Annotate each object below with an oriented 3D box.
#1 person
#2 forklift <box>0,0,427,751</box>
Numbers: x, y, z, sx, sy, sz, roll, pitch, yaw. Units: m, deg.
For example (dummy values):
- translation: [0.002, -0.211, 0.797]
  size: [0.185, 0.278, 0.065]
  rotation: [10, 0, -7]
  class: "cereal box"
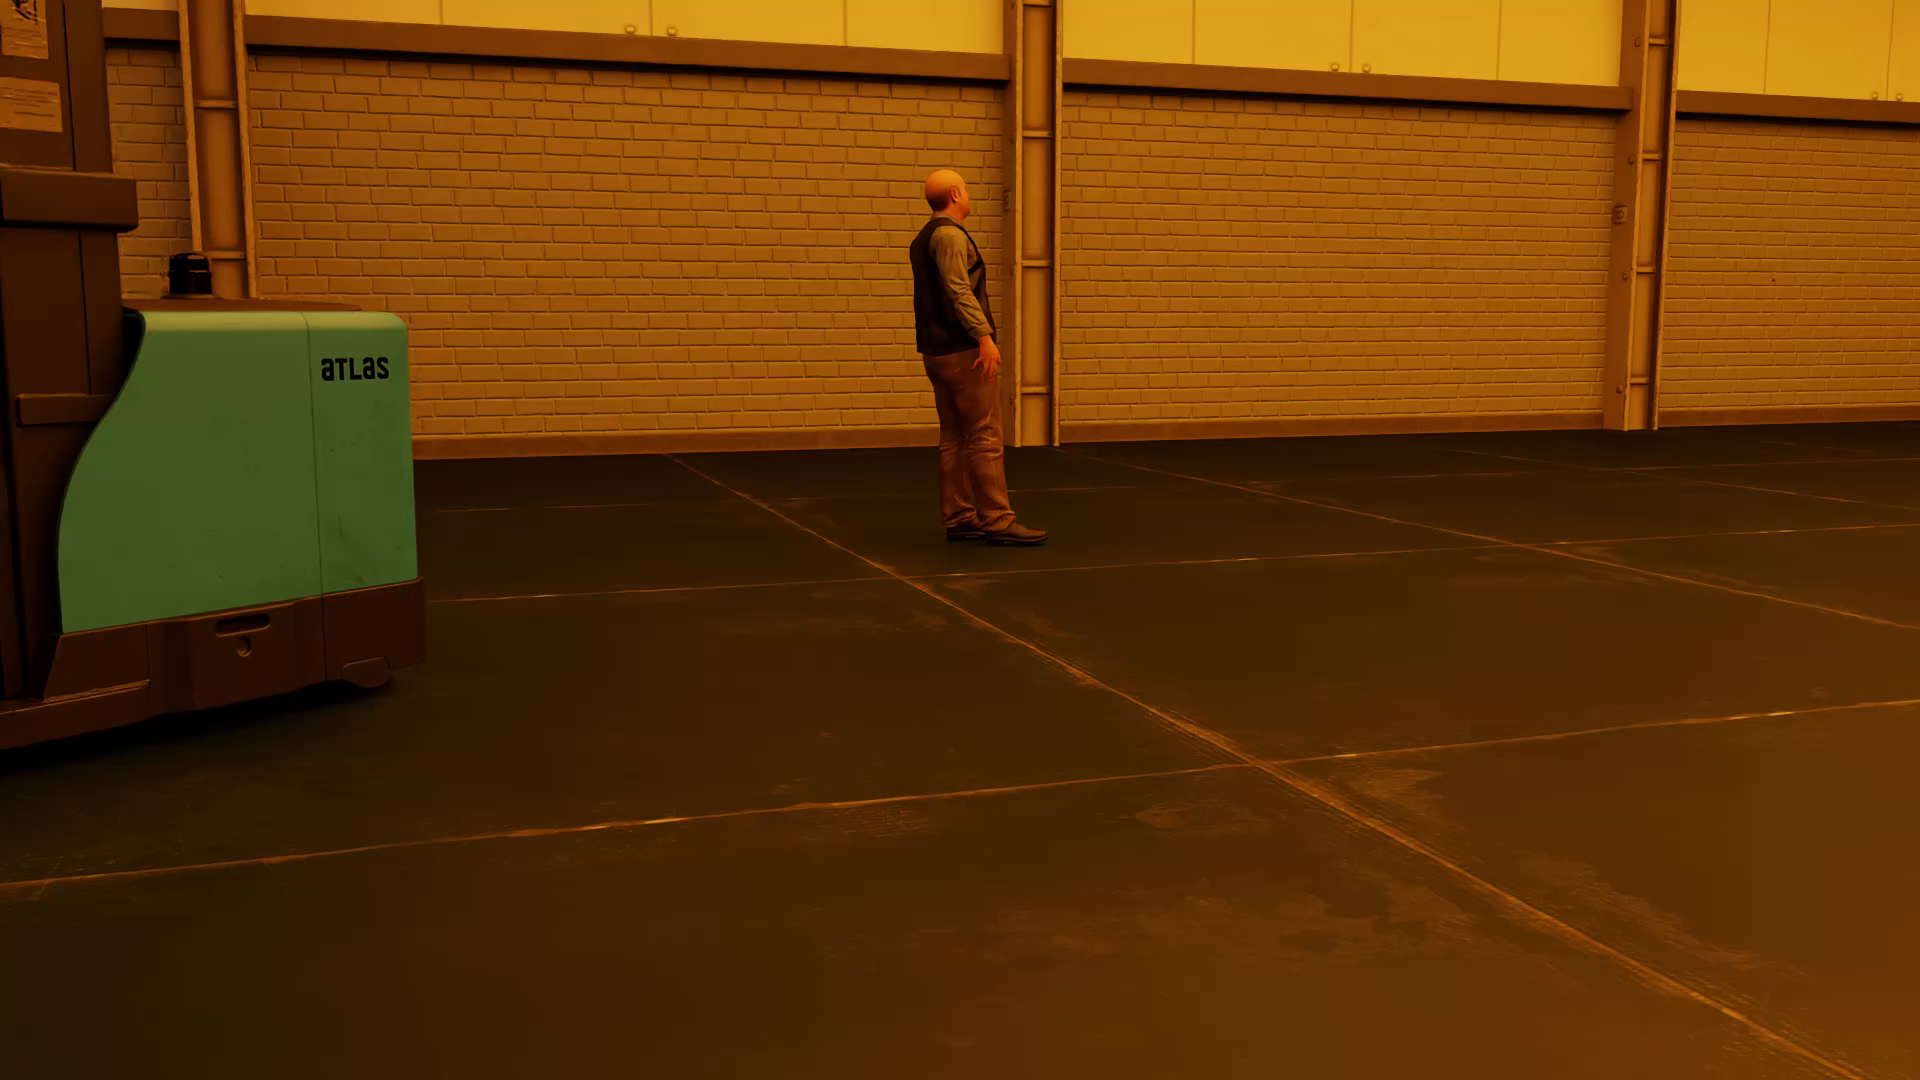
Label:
- translation: [0.062, -0.862, 7.820]
  size: [0.566, 1.722, 0.634]
  rotation: [-3, 8, -18]
  class: "person"
- translation: [-2.817, -0.910, 3.738]
  size: [1.130, 2.935, 3.031]
  rotation: [6, 10, 35]
  class: "forklift"
